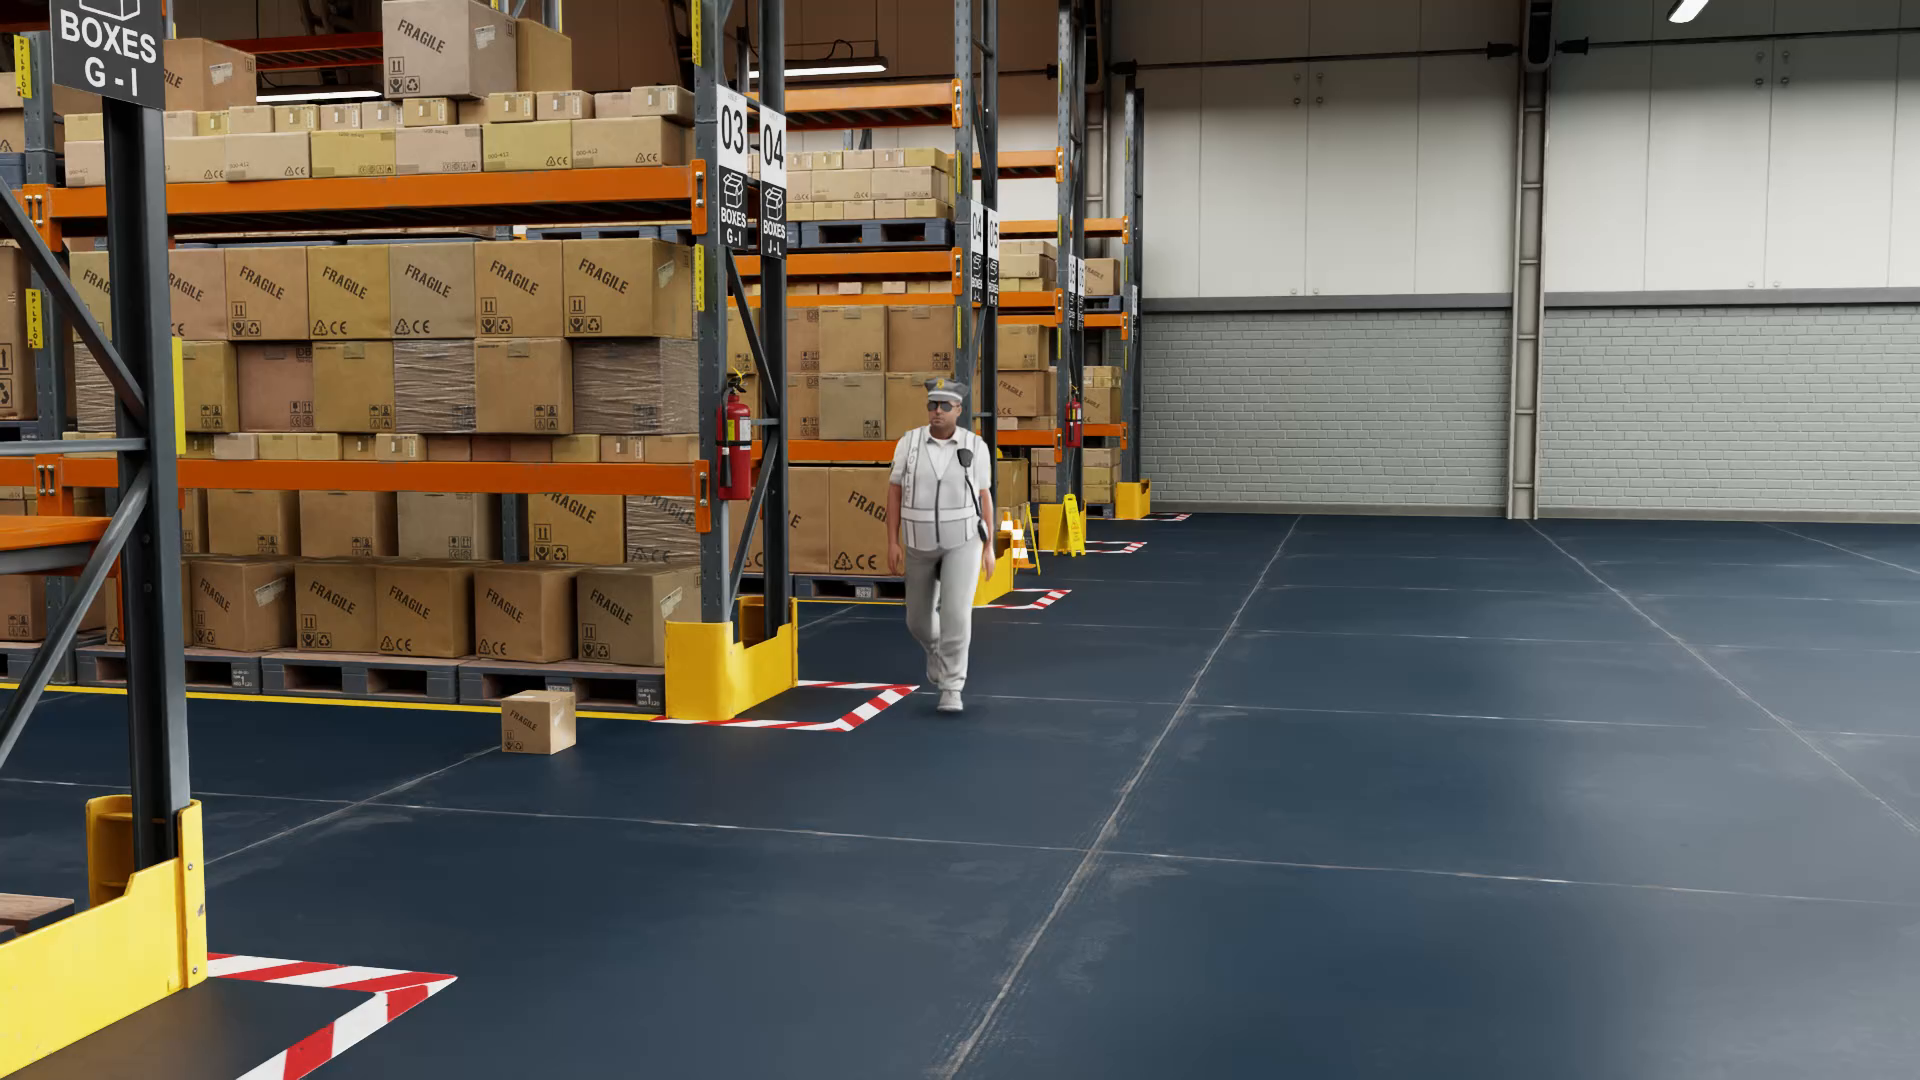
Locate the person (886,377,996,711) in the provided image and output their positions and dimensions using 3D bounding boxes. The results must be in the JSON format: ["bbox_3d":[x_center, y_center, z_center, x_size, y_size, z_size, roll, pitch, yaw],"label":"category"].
[{"bbox_3d":[-0.098,-0.002,8.860,0.573,1.725,0.912,1,5,7],"label":"person"}]
